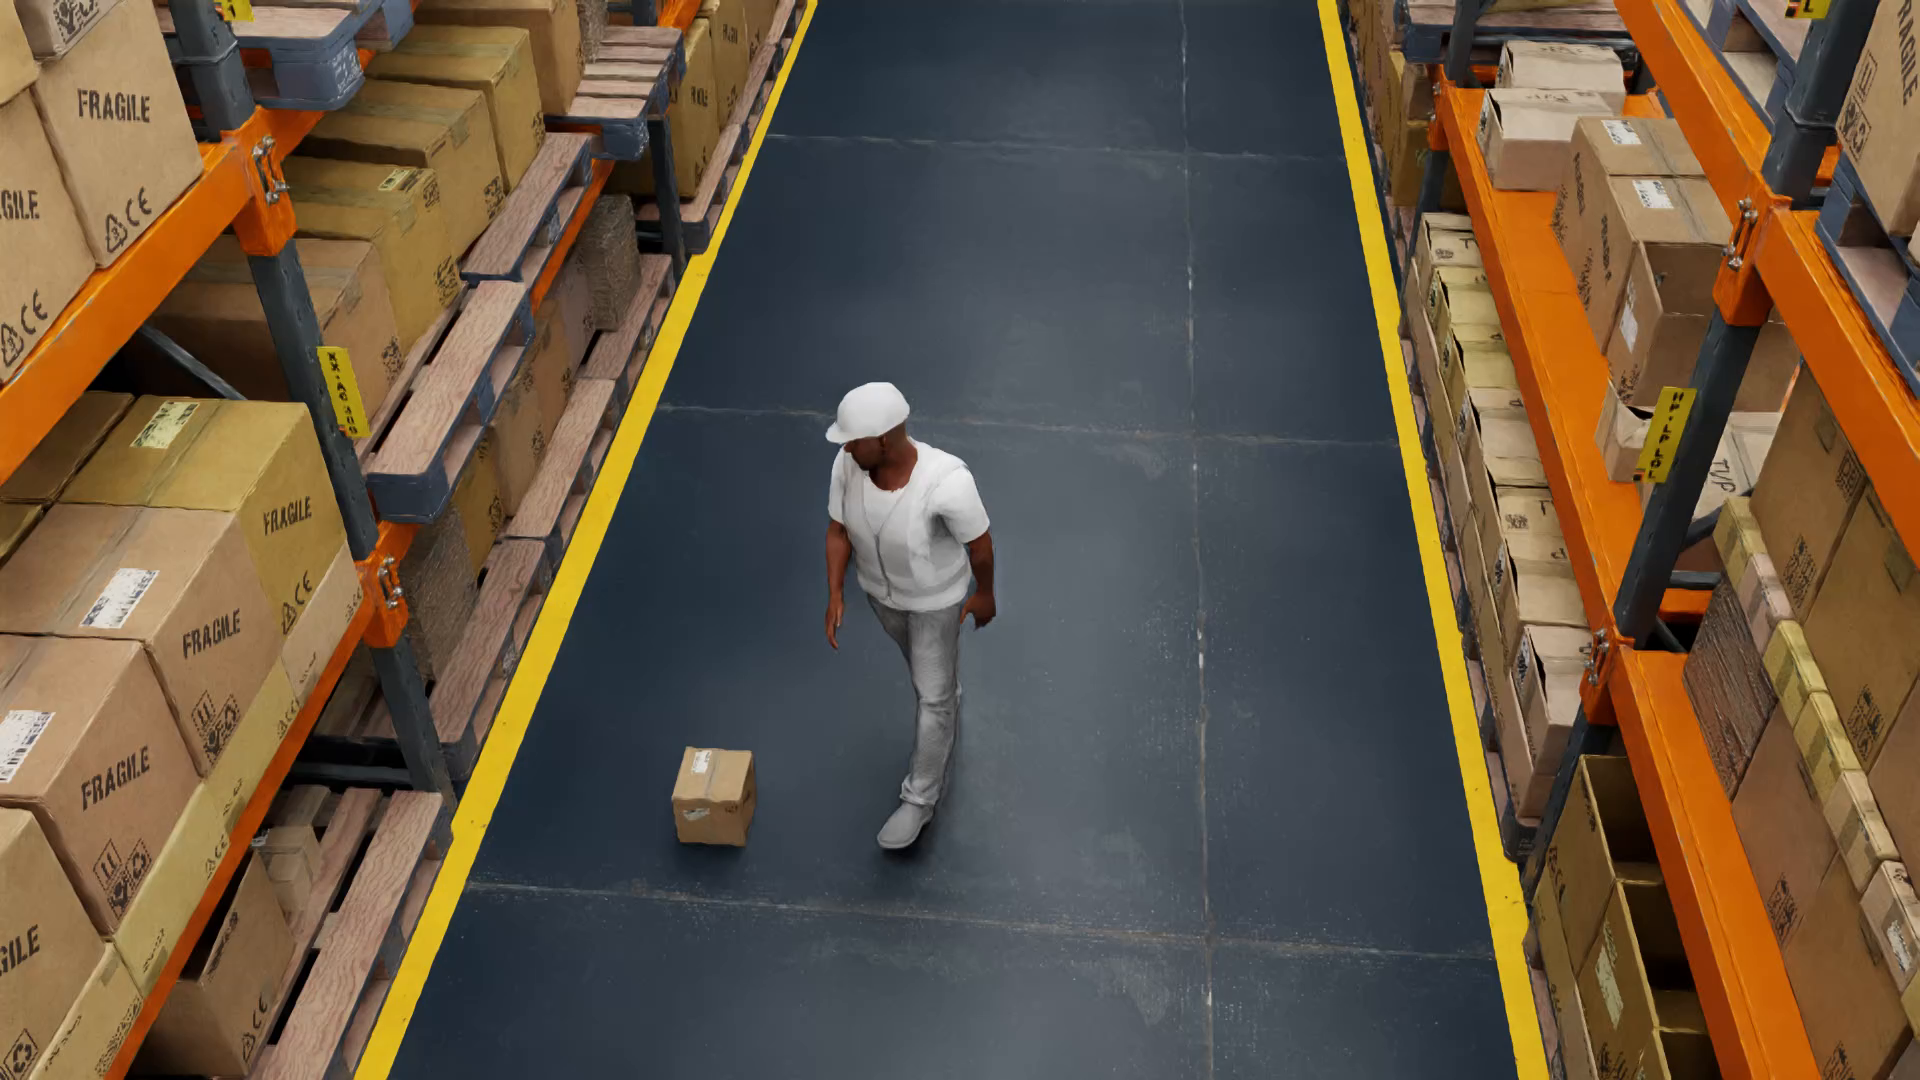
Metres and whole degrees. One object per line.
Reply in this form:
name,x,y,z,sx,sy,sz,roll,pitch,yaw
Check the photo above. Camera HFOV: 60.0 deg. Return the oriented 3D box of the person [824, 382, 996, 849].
person,-0.228,0.211,5.877,0.584,1.726,0.882,22,45,24
